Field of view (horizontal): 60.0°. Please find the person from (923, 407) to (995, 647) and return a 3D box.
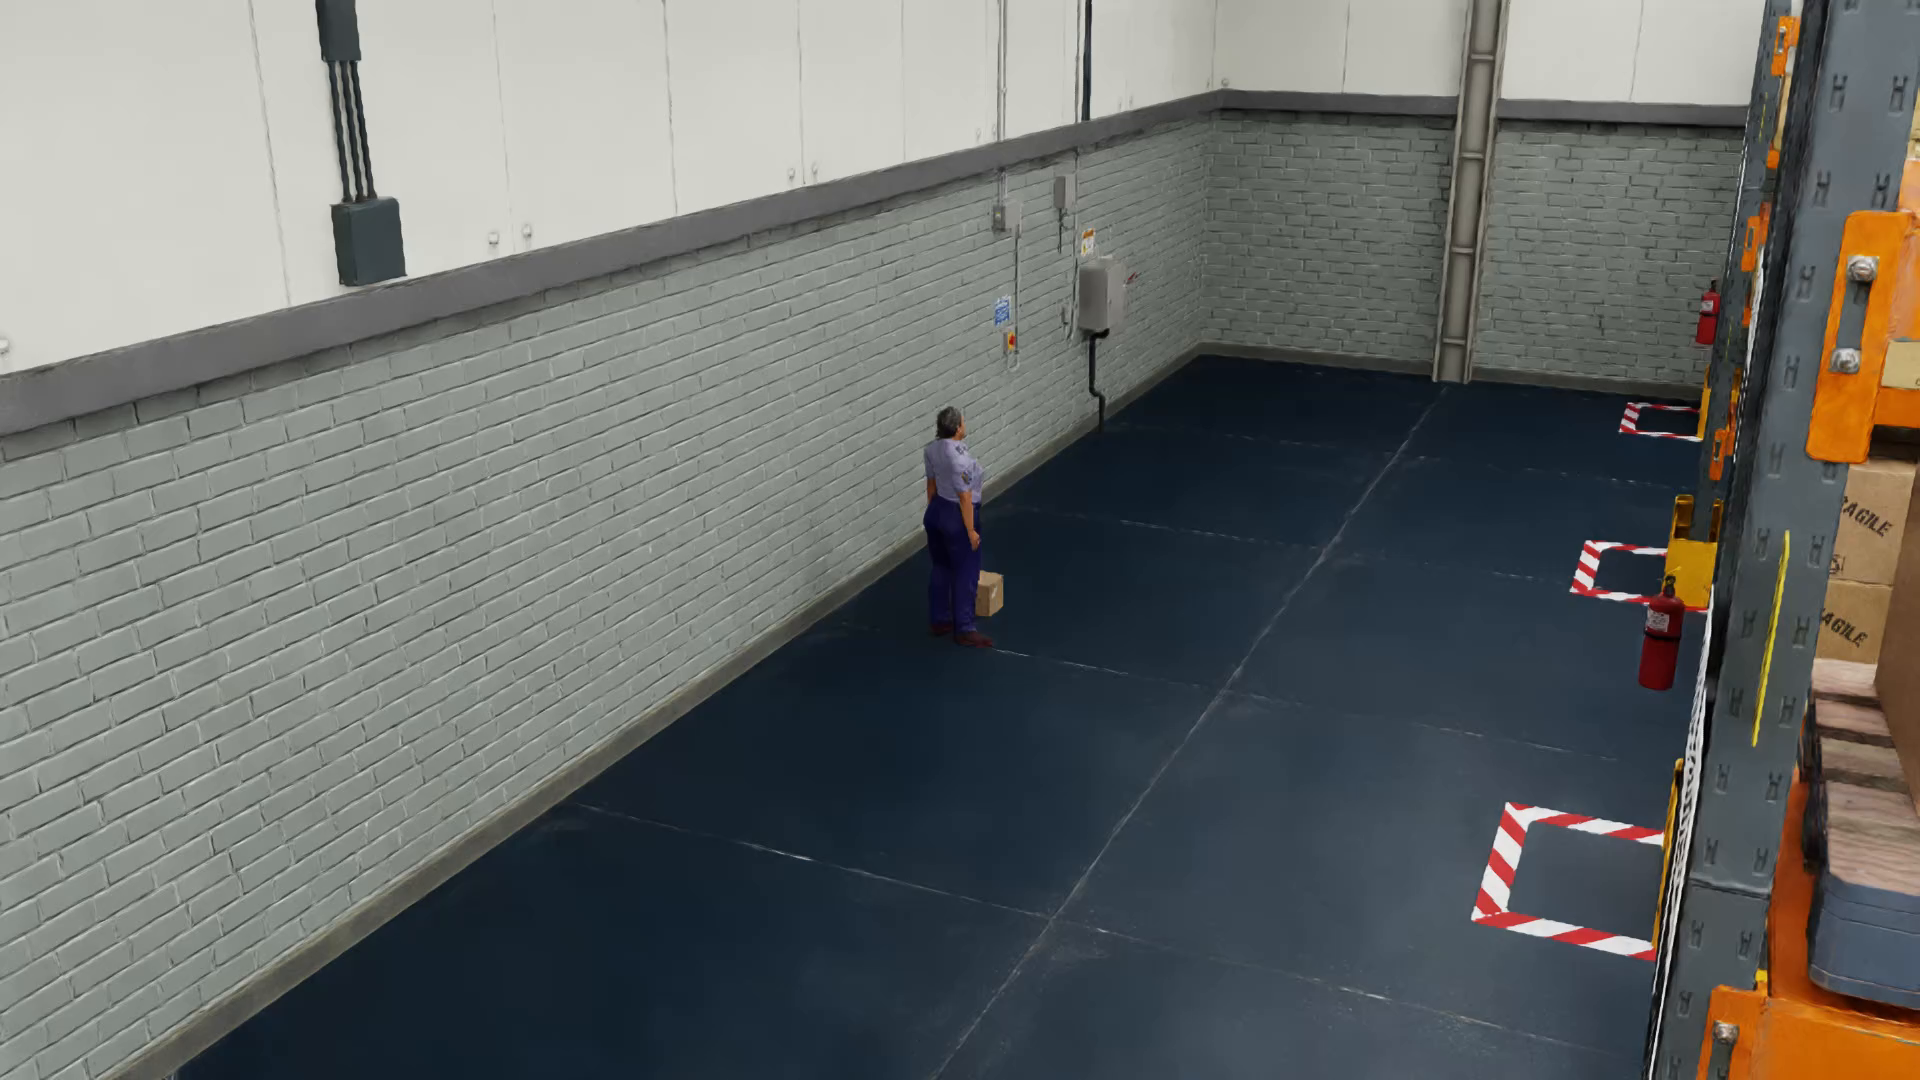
[{"bbox_3d":[-0.018,-0.106,11.378,0.341,1.656,0.599,-14,24,-35],"label":"person"}]
